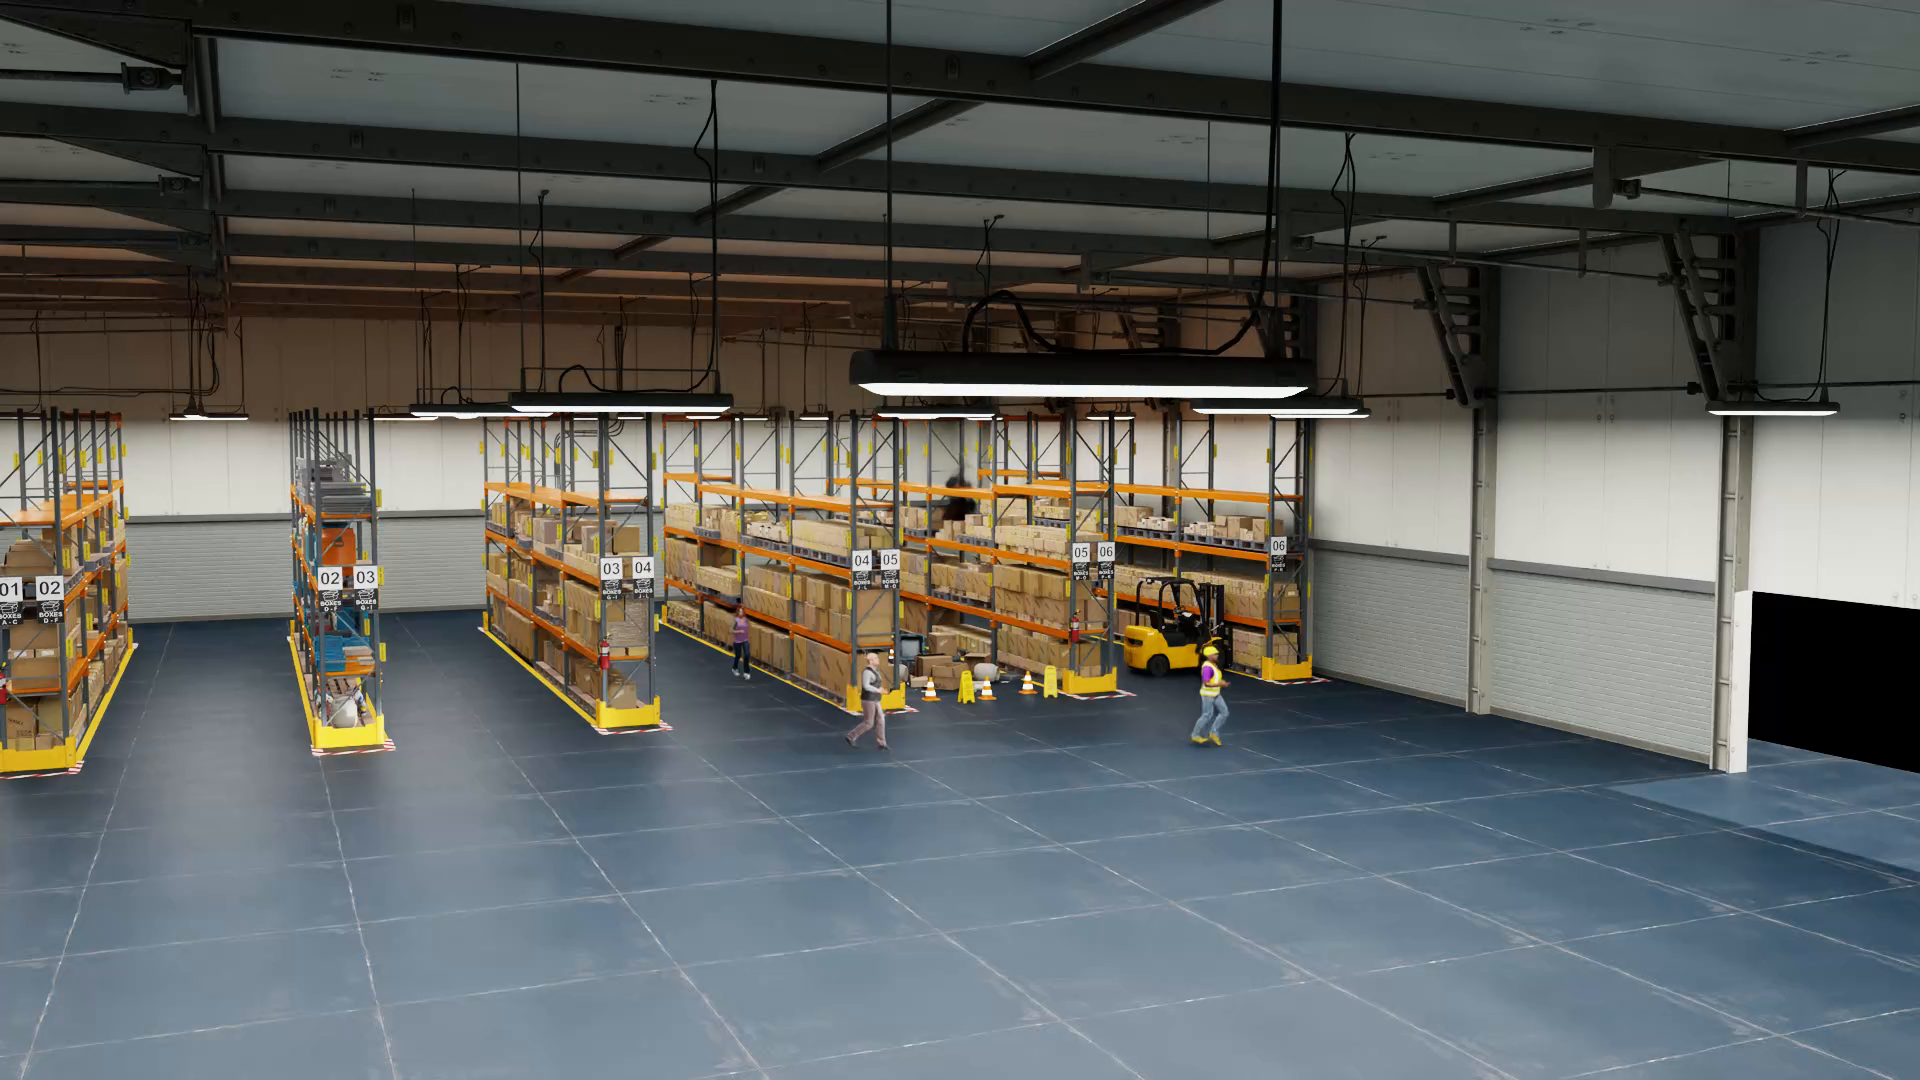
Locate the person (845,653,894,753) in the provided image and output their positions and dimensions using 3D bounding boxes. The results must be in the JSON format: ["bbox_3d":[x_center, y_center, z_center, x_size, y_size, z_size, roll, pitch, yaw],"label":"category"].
[{"bbox_3d":[-1.573,2.832,28.979,0.847,1.742,0.681,1,4,12],"label":"person"}]

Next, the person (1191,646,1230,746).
[{"bbox_3d":[4.466,2.784,29.517,0.738,1.806,0.671,2,4,26],"label":"person"}]

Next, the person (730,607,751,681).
[{"bbox_3d":[-4.927,2.311,37.274,0.522,1.645,0.751,-2,5,-27],"label":"person"}]
